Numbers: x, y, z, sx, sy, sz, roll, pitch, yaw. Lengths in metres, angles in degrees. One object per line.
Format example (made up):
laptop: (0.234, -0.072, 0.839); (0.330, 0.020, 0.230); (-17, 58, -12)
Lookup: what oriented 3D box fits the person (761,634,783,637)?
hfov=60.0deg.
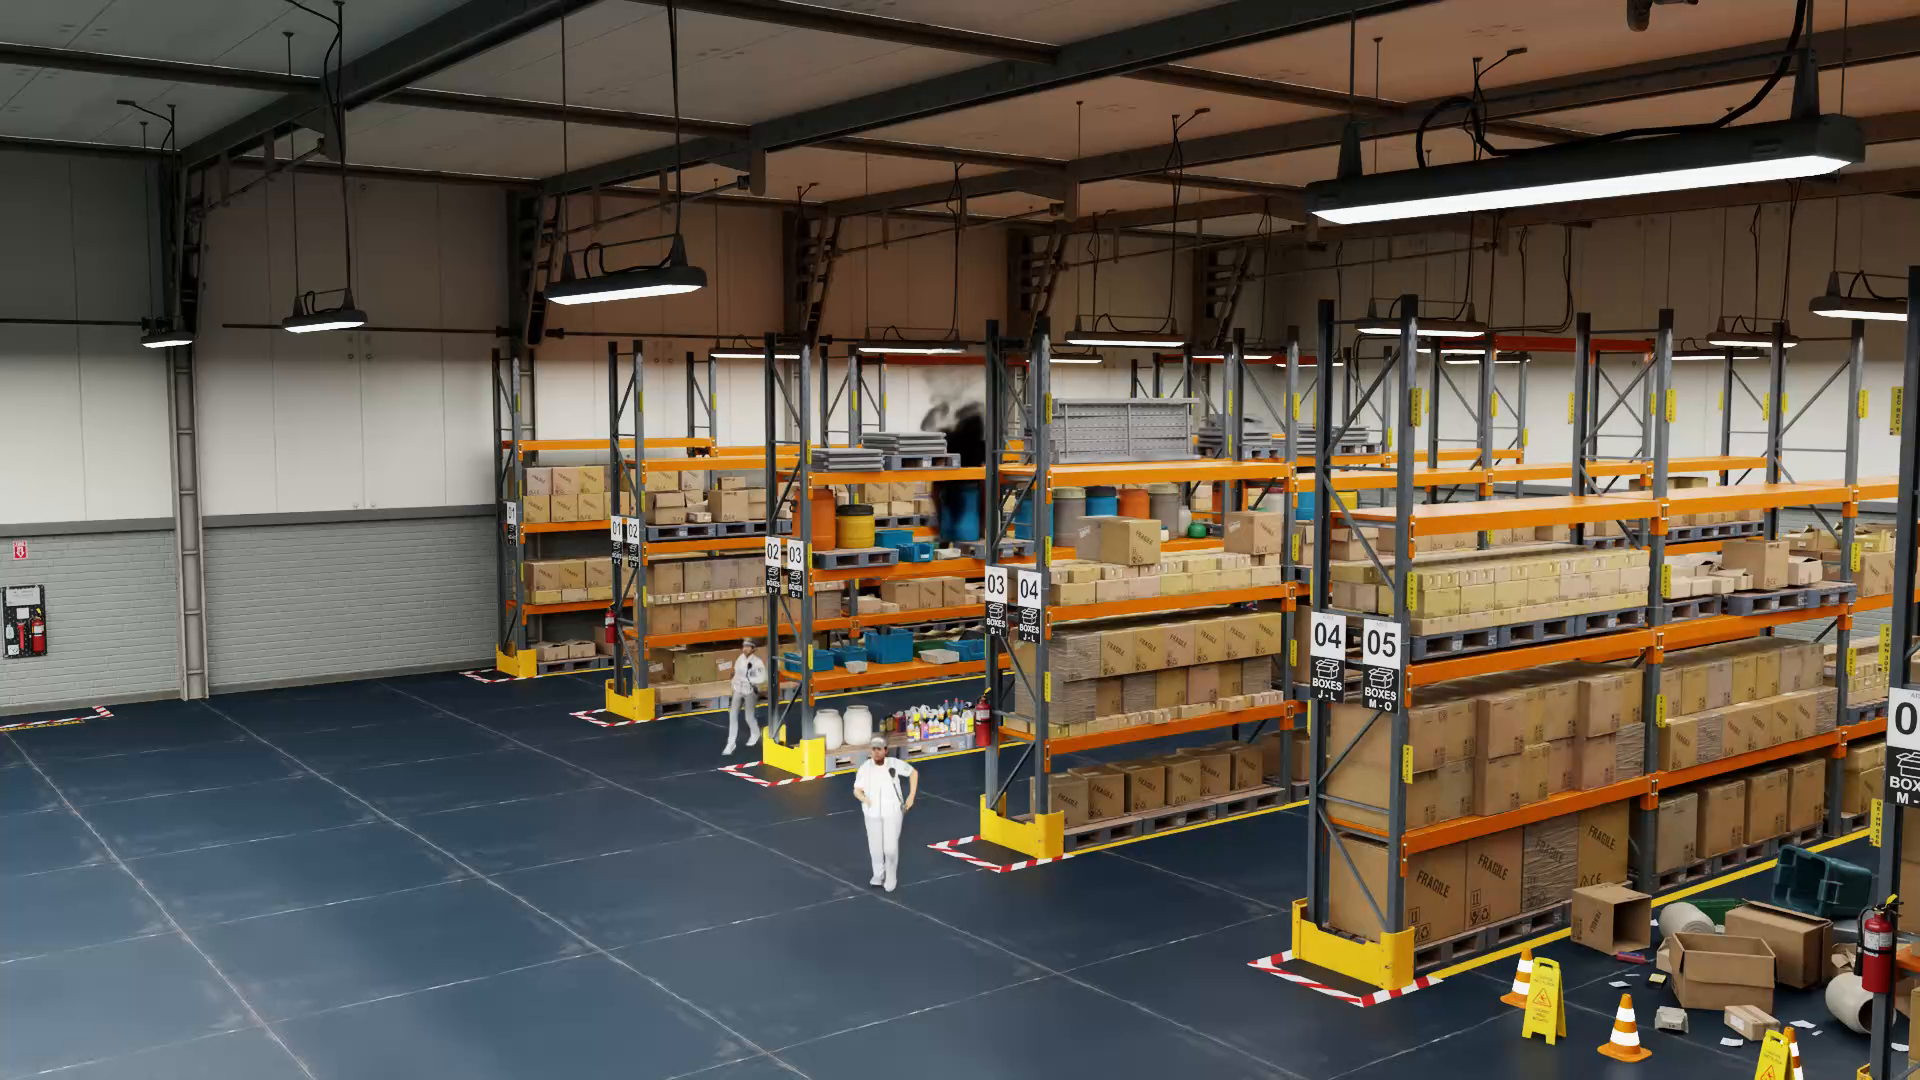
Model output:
person: (-3.346, 1.629, 30.353); (0.709, 1.737, 0.757); (4, 6, 39)

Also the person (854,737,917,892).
person: (-0.779, 2.827, 17.173); (0.619, 1.621, 0.808); (1, 5, 8)

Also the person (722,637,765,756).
person: (-3.028, 2.240, 23.998); (0.608, 1.736, 0.788); (2, 6, 26)
